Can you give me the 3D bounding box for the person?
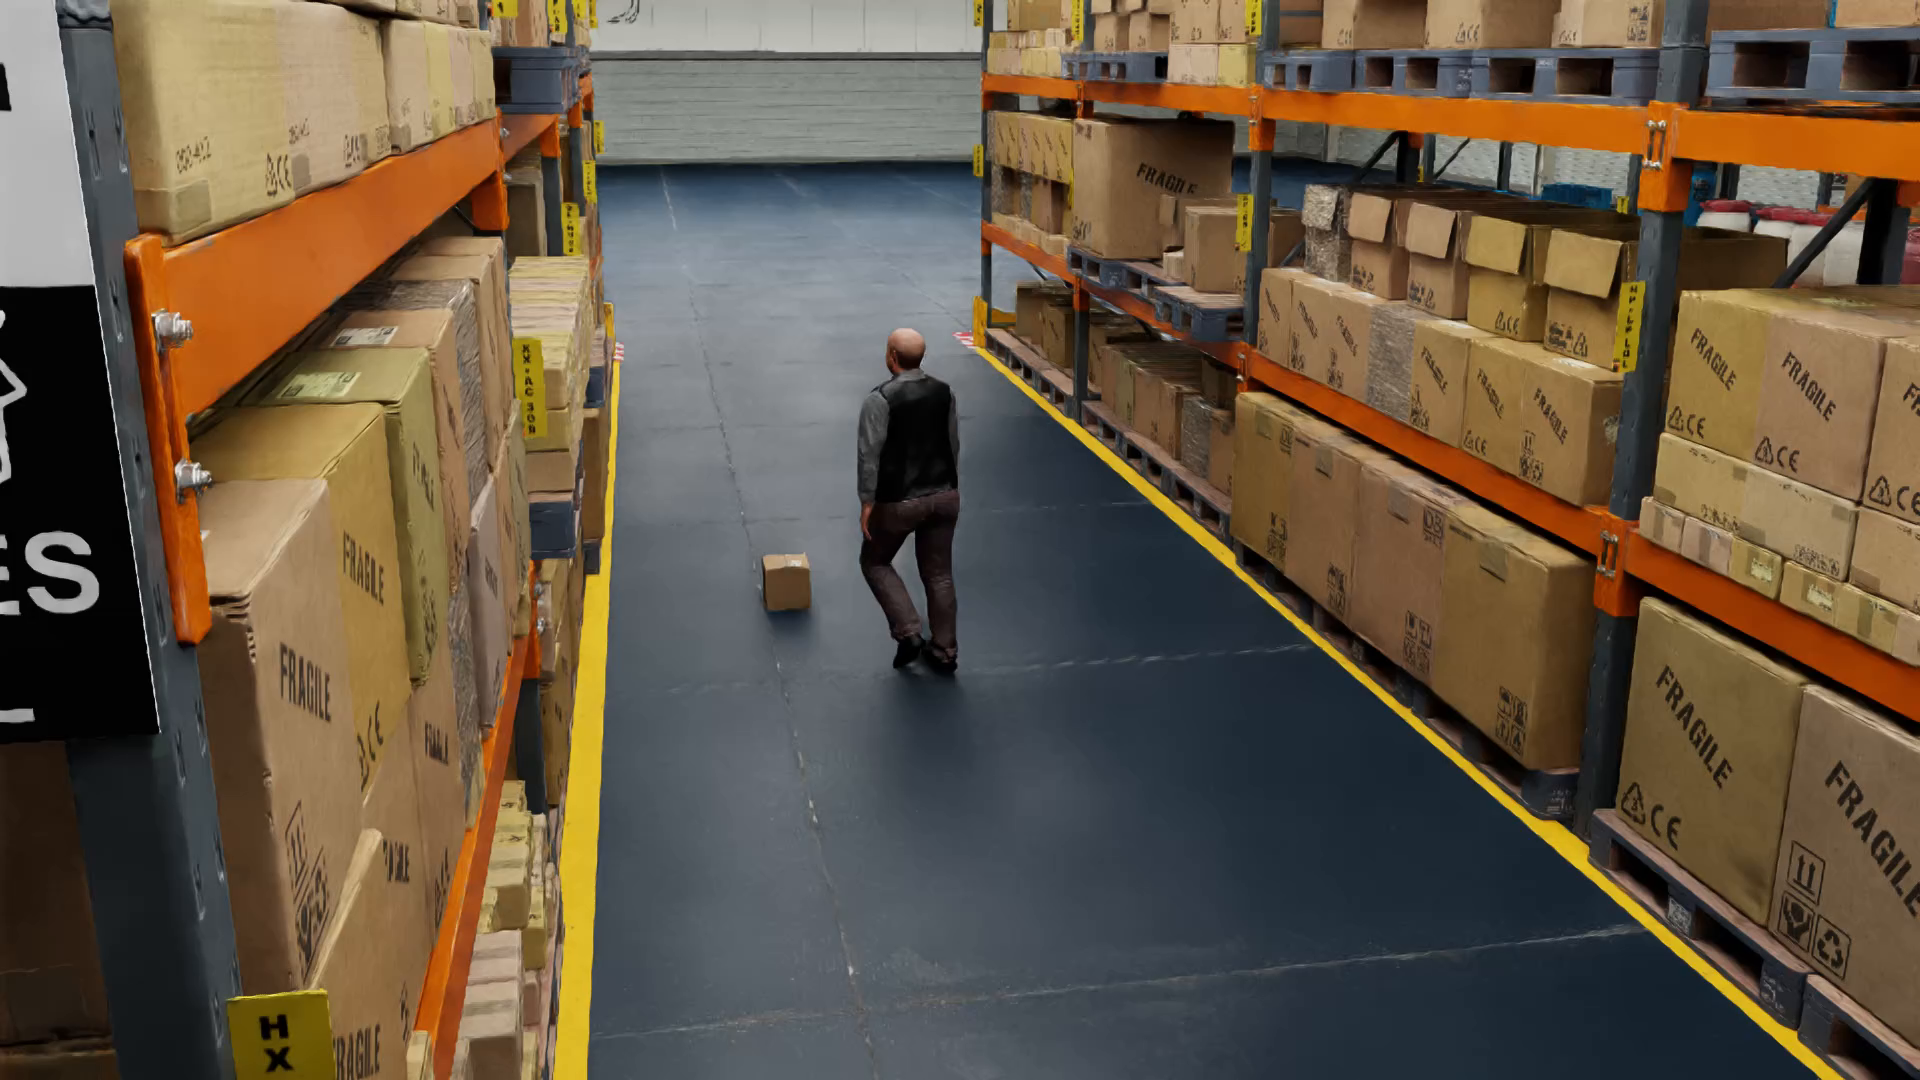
[{"bbox_3d":[-0.252,-0.136,8.210,0.586,1.649,0.487,-10,19,-30],"label":"person"}]
